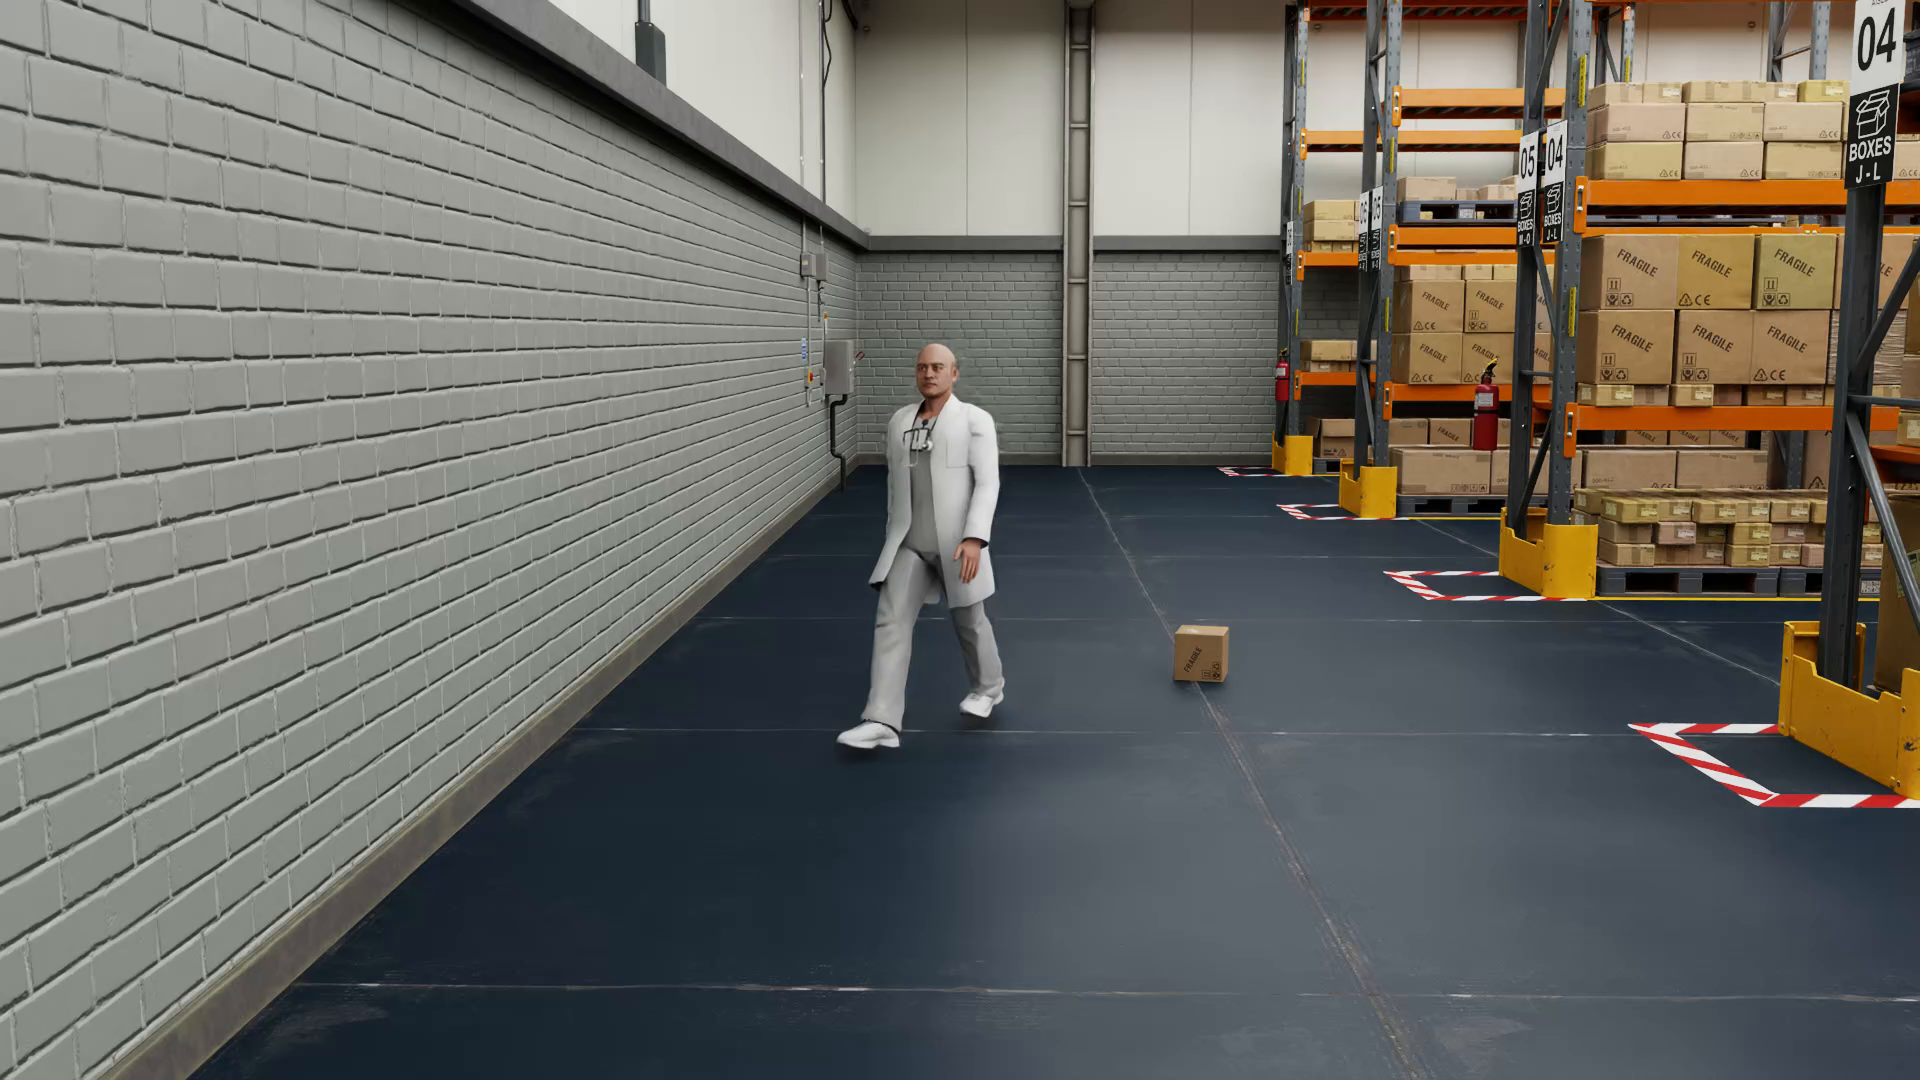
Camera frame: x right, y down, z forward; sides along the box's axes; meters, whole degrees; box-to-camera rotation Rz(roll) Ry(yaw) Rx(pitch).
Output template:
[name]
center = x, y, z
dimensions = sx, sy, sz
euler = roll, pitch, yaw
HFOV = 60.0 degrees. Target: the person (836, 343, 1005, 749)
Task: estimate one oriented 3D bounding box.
[person]
center = -0.122, 0.011, 7.228
dimensions = 0.612, 1.718, 1.157
euler = 3, 8, 20
